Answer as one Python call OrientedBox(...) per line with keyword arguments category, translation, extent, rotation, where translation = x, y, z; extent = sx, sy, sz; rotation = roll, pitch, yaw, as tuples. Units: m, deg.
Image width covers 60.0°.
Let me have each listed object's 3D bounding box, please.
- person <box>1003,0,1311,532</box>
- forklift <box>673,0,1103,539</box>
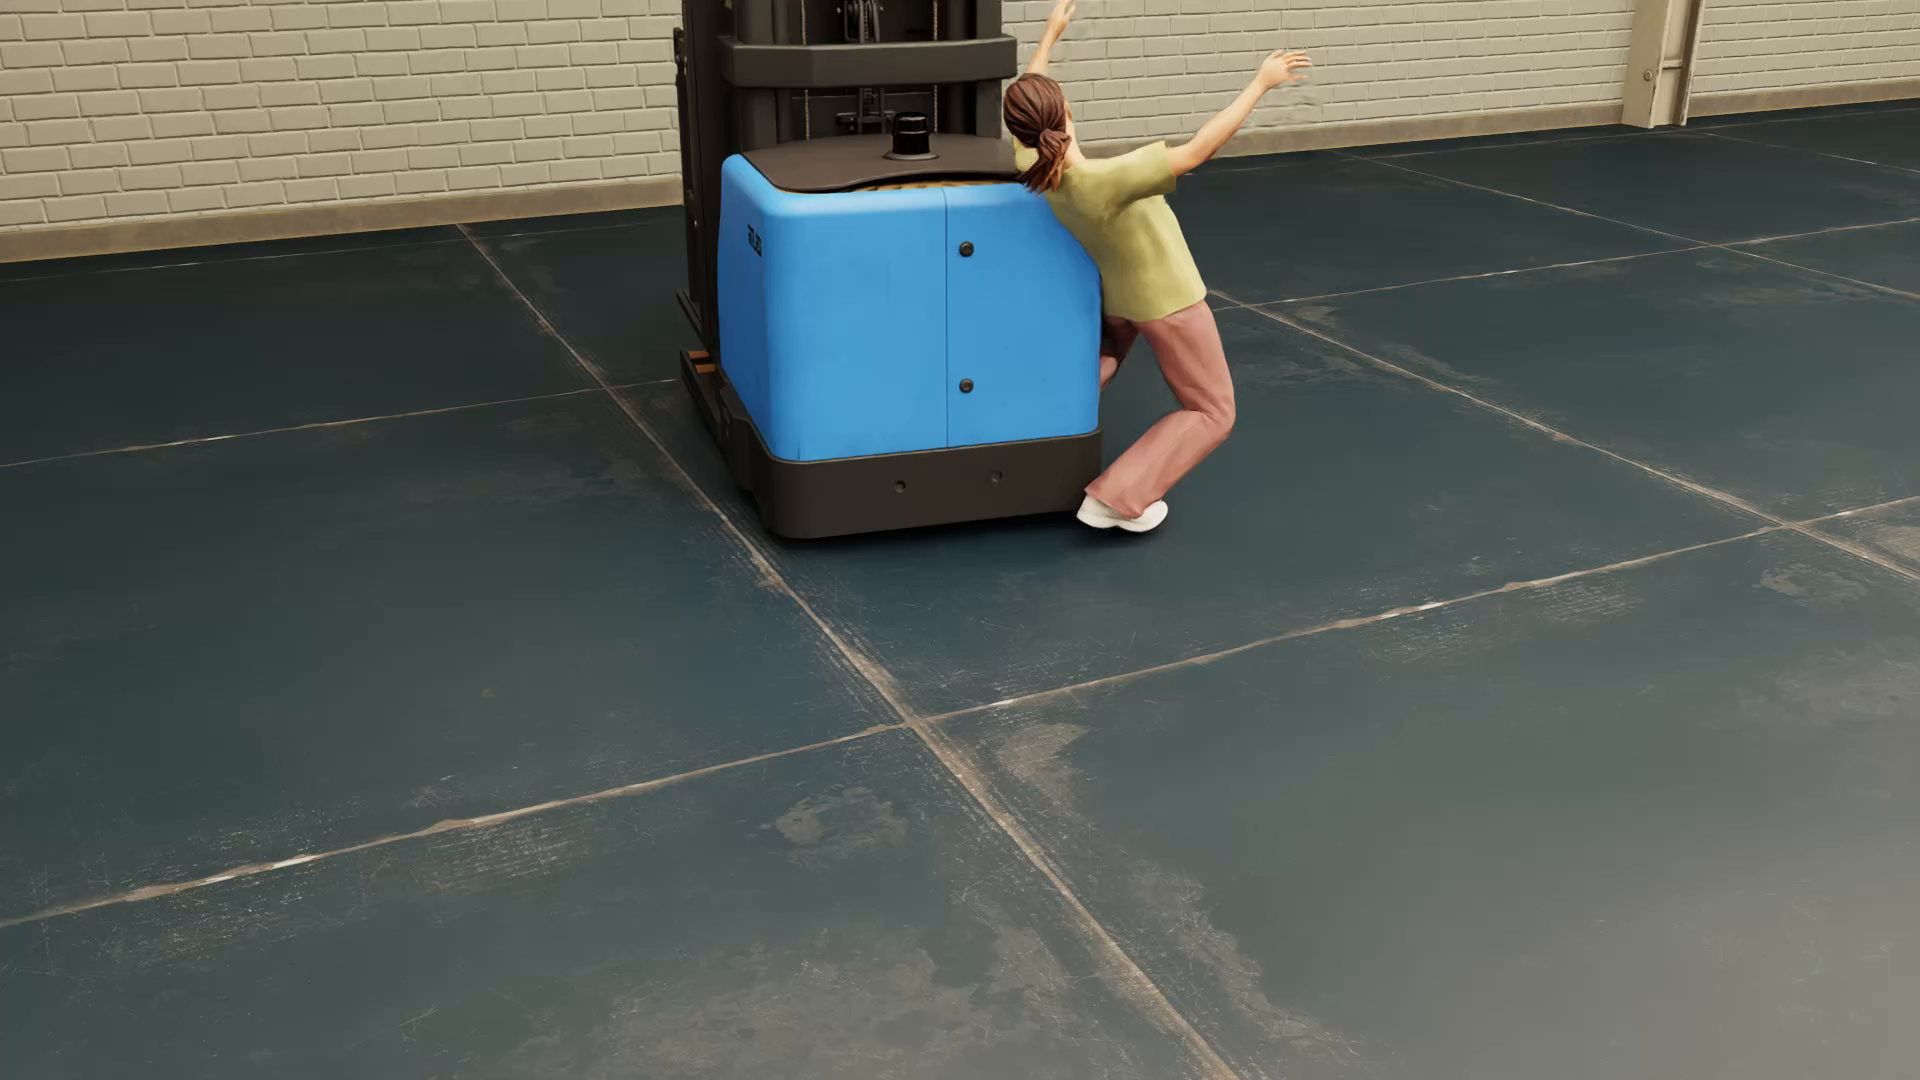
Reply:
OrientedBox(category="person", translation=(0.475, -0.773, 4.921), extent=(0.692, 1.546, 0.900), rotation=(-17, 28, -36))
OrientedBox(category="forklift", translation=(-0.464, -1.894, 5.844), extent=(1.130, 2.935, 3.031), rotation=(-6, 23, -15))
